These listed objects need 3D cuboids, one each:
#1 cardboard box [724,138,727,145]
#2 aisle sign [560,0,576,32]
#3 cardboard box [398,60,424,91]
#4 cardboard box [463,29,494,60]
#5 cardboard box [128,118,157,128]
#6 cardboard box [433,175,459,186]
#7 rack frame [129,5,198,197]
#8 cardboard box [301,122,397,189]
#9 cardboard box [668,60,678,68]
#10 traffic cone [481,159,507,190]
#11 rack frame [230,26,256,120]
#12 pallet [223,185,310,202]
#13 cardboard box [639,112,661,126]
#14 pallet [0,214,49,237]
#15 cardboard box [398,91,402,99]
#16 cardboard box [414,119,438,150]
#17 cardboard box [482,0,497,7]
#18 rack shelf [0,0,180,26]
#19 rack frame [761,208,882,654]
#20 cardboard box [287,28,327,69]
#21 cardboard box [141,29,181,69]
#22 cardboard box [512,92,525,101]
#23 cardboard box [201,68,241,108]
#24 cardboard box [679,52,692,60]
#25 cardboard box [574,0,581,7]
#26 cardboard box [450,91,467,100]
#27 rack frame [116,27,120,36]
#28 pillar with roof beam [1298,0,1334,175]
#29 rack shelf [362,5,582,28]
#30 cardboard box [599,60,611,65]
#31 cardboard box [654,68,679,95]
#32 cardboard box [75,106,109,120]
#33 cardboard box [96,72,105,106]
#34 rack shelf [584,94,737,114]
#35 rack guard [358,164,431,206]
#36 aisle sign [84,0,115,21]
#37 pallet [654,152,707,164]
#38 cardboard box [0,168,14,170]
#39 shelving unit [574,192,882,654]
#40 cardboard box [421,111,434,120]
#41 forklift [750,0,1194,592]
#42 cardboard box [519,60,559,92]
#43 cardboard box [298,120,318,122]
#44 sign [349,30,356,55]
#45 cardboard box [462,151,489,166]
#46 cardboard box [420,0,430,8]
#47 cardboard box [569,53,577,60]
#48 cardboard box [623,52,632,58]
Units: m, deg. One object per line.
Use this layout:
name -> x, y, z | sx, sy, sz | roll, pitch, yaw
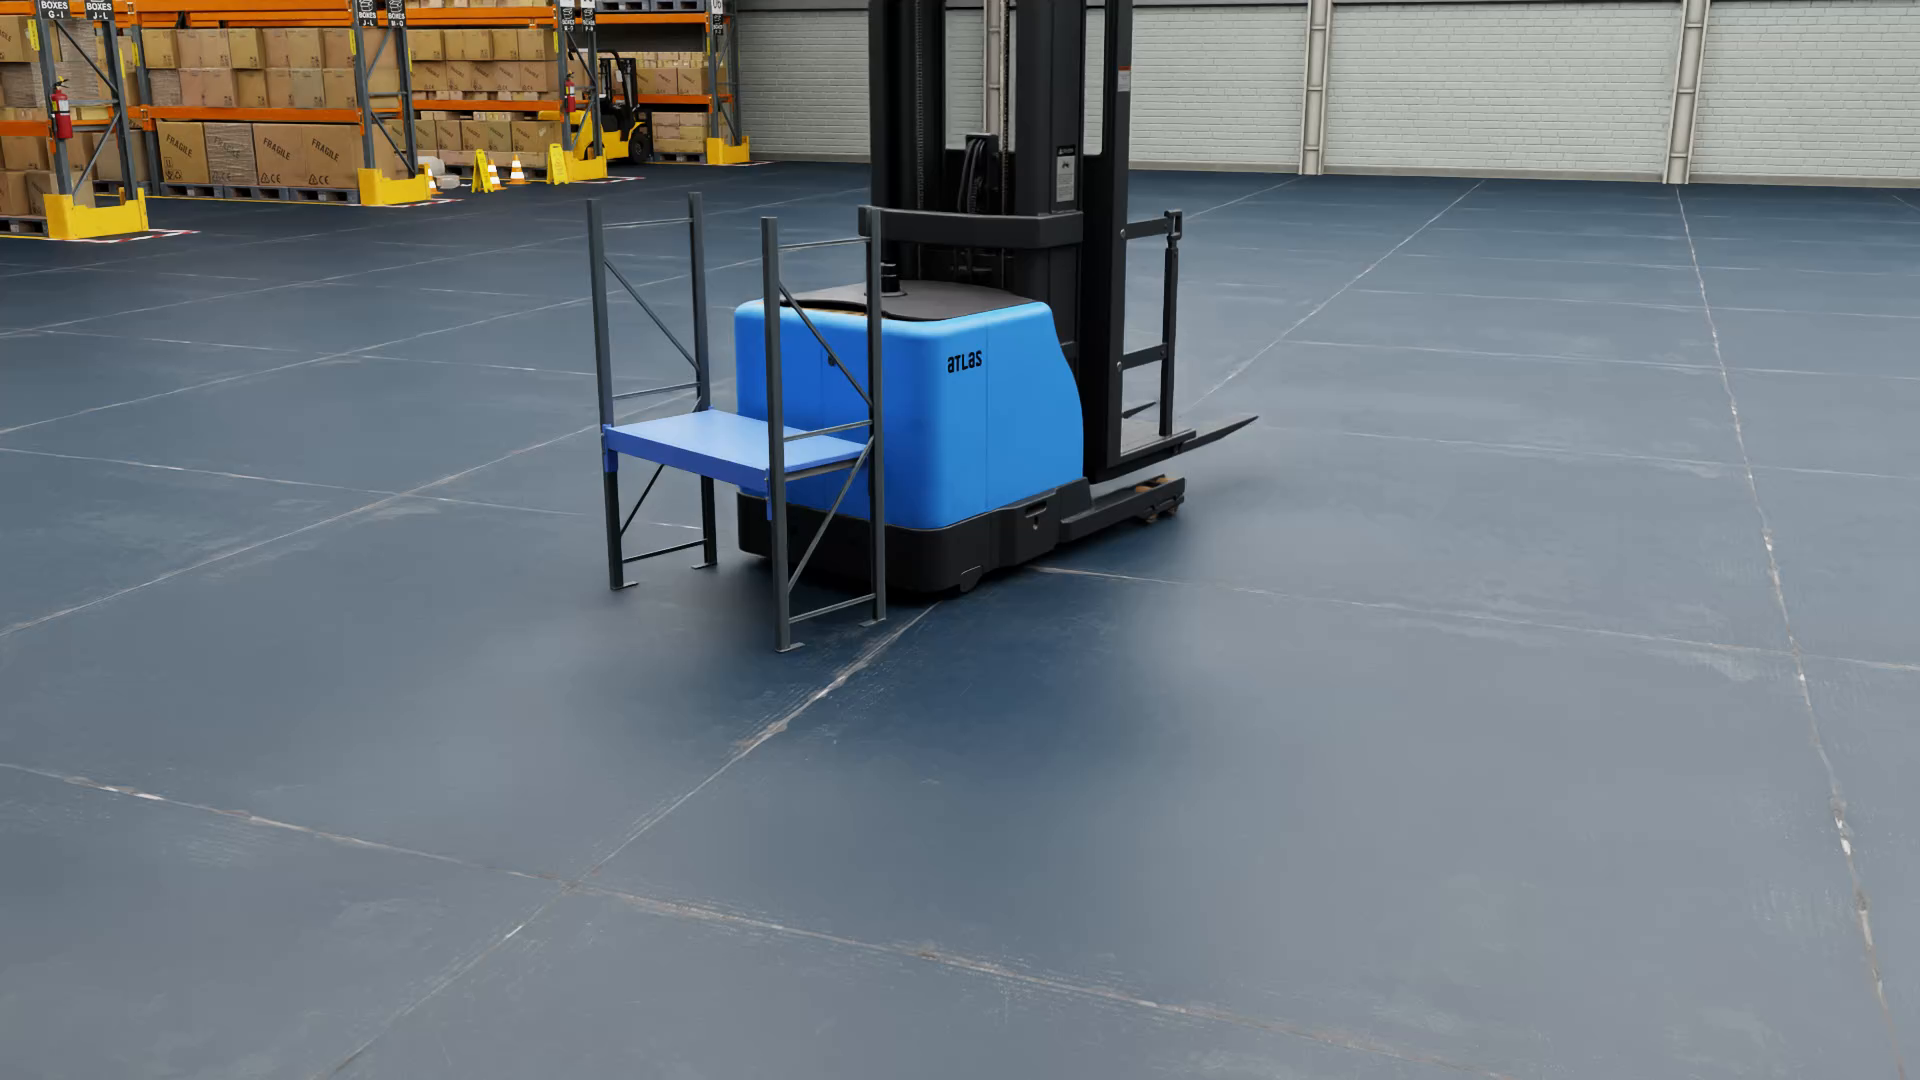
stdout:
cardboard box -> -4.971, -7.869, 33.077 | 0.500, 0.250, 0.500 | 6, 17, 21
aisle sign -> -6.453, -8.766, 27.325 | 0.004, 0.787, 0.394 | 6, 17, 21
cardboard box -> -9.342, -8.036, 28.762 | 0.500, 0.500, 0.500 | 6, 17, 20
cardboard box -> -7.940, -8.345, 28.031 | 0.500, 0.500, 0.700 | 6, 17, 20
cardboard box -> -15.286, -7.783, 31.661 | 0.875, 0.875, 0.875 | 7, 17, 21
cardboard box -> -8.364, -5.840, 27.023 | 0.380, 0.149, 0.250 | -12, 20, -37
rack frame -> -11.847, -6.714, 24.920 | 0.127, 3.000, 1.000 | 6, 17, 21
cardboard box -> -8.781, -5.538, 23.928 | 0.875, 0.875, 0.875 | 6, 17, 21
cardboard box -> -5.479, -9.270, 32.381 | 0.250, 0.149, 0.380 | 7, 17, 22
traffic cone -> -7.368, -5.767, 26.210 | 0.334, 0.463, 0.336 | 6, 17, 21
rack frame -> -15.749, -10.114, 36.632 | 0.127, 3.000, 1.000 | 6, 17, 21
pallet -> -10.030, -5.152, 24.543 | 1.213, 0.211, 1.003 | 6, 17, 21
cardboard box -> -6.079, -8.314, 32.817 | 0.500, 0.250, 0.500 | 7, 17, 21
pallet -> -10.854, -3.790, 19.848 | 1.213, 0.211, 1.003 | 6, 17, 21
cardboard box -> -9.696, -7.760, 28.973 | 0.250, 0.149, 0.380 | 7, 18, 22
cardboard box -> -9.173, -7.067, 28.971 | 0.500, 0.500, 0.500 | 7, 18, 23
cardboard box -> -7.777, -8.992, 27.838 | 0.250, 0.149, 0.380 | 6, 17, 20
rack shelf -> -13.708, -8.014, 25.307 | 4.000, 0.370, 1.077 | 6, 17, 21
rack frame -> -0.468, -0.376, 5.778 | 0.032, 1.500, 0.500 | 14, 21, 40
cardboard box -> -9.003, -6.976, 23.616 | 0.550, 0.550, 0.875 | 6, 17, 21
cardboard box -> -11.517, -7.258, 24.588 | 0.550, 0.550, 0.875 | 6, 17, 21
cardboard box -> -7.337, -7.490, 28.044 | 0.250, 0.149, 0.380 | 6, 17, 20
cardboard box -> -10.521, -6.615, 24.311 | 0.550, 0.550, 0.875 | 6, 17, 21
cardboard box -> -5.238, -9.388, 32.255 | 0.250, 0.149, 0.380 | 6, 17, 21
cardboard box -> -6.593, -9.037, 27.992 | 0.250, 0.149, 0.380 | 6, 17, 21
cardboard box -> -8.518, -7.620, 28.492 | 0.250, 0.149, 0.380 | 6, 17, 20
rack frame -> -19.470, -10.523, 38.042 | 0.127, 3.000, 1.000 | 6, 17, 21
pillar with roof beam -> 4.680, -9.729, 24.544 | 0.400, 9.000, 9.100 | 6, 17, 21
rack shelf -> -8.264, -8.898, 28.355 | 4.000, 0.370, 1.077 | 6, 17, 21
cardboard box -> -6.927, -9.416, 32.885 | 0.250, 0.149, 0.380 | 6, 17, 19
cardboard box -> -5.620, -8.972, 32.520 | 0.500, 0.500, 0.500 | 7, 18, 22
cardboard box -> -10.218, -4.999, 19.464 | 0.250, 0.149, 0.380 | 6, 17, 21
cardboard box -> -12.901, -6.798, 25.029 | 0.500, 0.500, 0.500 | 6, 17, 20
rack shelf -> -6.447, -8.746, 33.209 | 4.000, 0.370, 1.077 | 6, 17, 21
rack guard -> -8.104, -5.102, 23.851 | 0.348, 0.500, 1.175 | 6, 17, 21
aisle sign -> -9.872, -6.349, 18.999 | 0.004, 0.787, 0.394 | 6, 17, 21
pallet -> -5.313, -7.615, 33.025 | 1.213, 0.211, 1.003 | 6, 17, 21
cardboard box -> -11.759, -4.219, 20.058 | 0.500, 0.500, 0.500 | 8, 18, 26
shelving unit -> -0.847, -0.470, 6.104 | 1.048, 1.500, 0.538 | 14, 21, 40
cardboard box -> -9.102, -7.350, 28.781 | 0.250, 0.149, 0.380 | 7, 18, 23
forklift -> 0.276, -1.574, 7.339 | 1.130, 2.935, 3.031 | 8, 18, 25
cardboard box -> -7.010, -7.774, 27.858 | 0.500, 0.500, 0.500 | 6, 17, 20
cardboard box -> -13.940, -8.849, 36.004 | 0.500, 0.500, 0.500 | 6, 17, 19
sign -> -8.338, -6.835, 22.836 | 0.005, 0.325, 0.100 | 6, 17, 21
cardboard box -> -8.222, -6.600, 28.707 | 0.500, 0.250, 0.500 | 6, 17, 19
cardboard box -> -8.968, -9.128, 28.307 | 0.250, 0.149, 0.380 | 6, 17, 19
cardboard box -> -7.603, -9.662, 33.197 | 0.250, 0.149, 0.380 | 6, 17, 20
cardboard box -> -6.426, -9.526, 32.731 | 0.250, 0.149, 0.380 | 7, 17, 21
